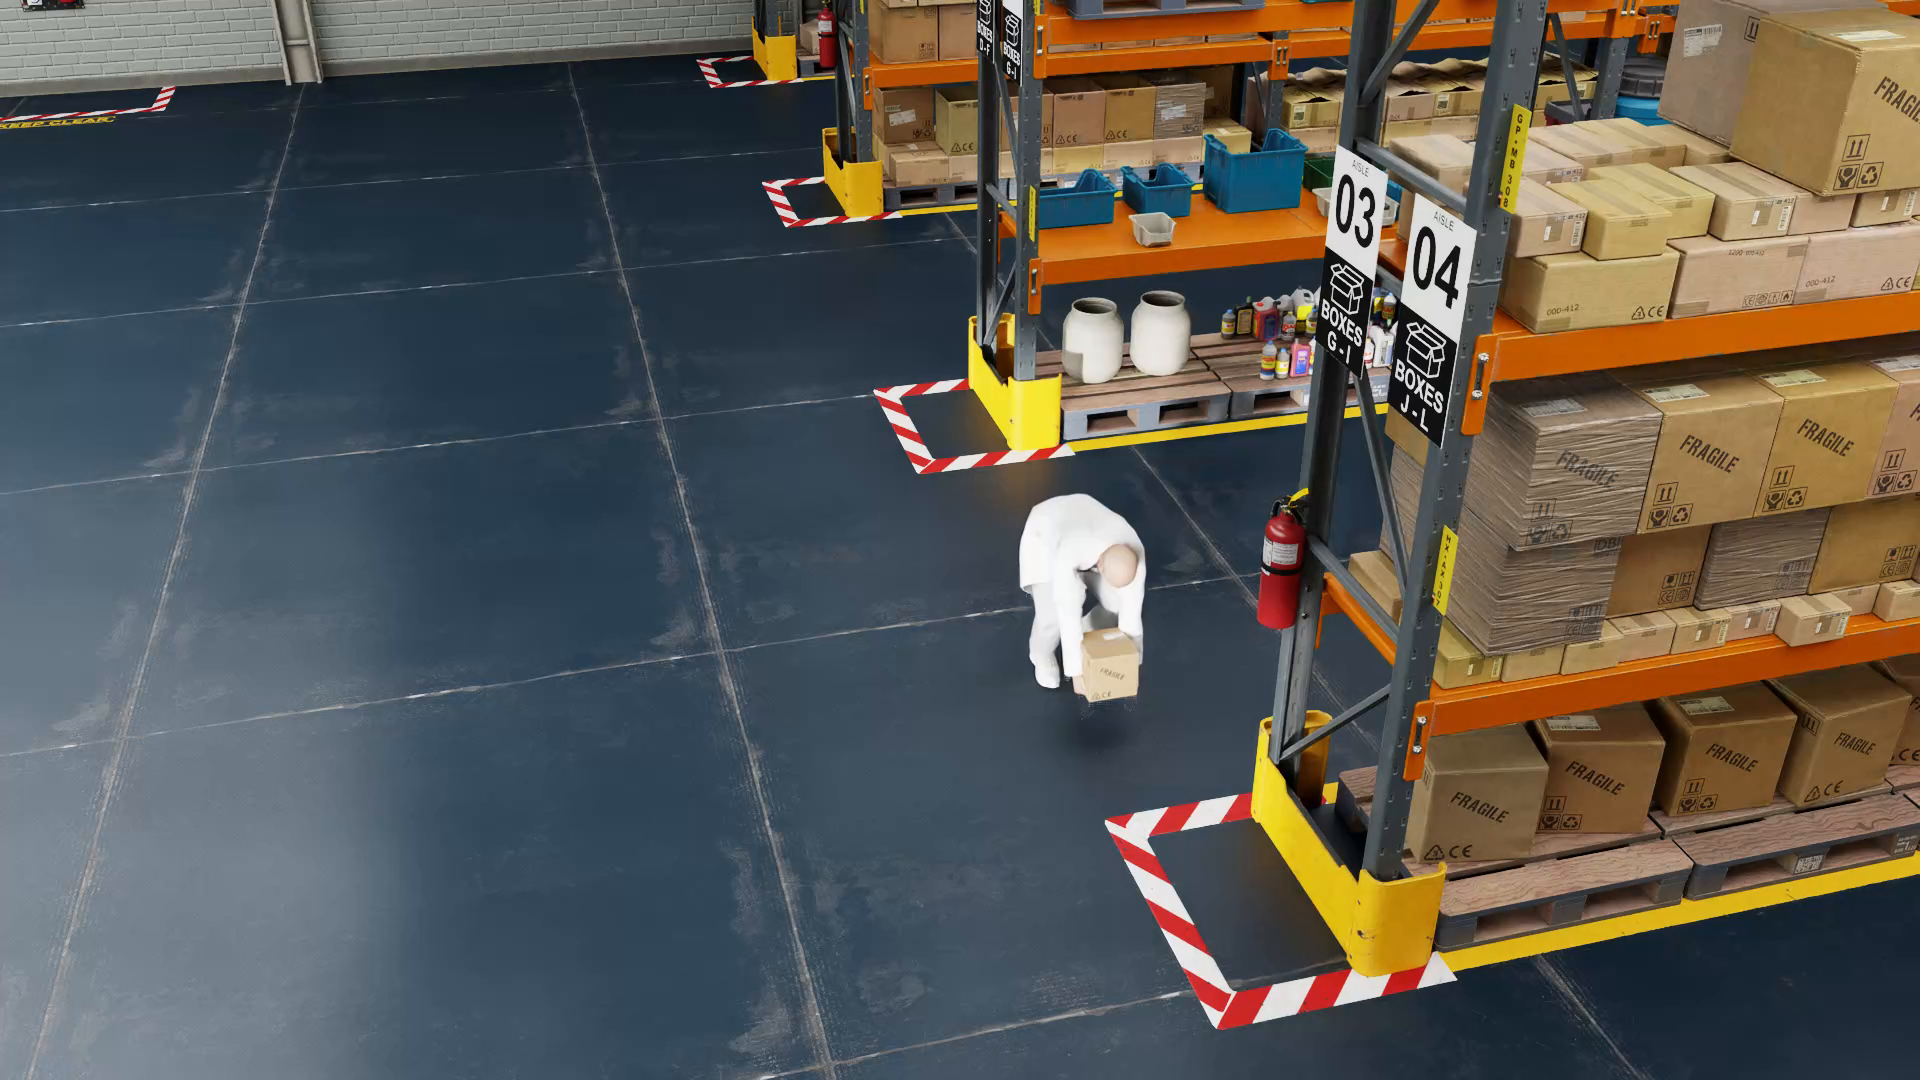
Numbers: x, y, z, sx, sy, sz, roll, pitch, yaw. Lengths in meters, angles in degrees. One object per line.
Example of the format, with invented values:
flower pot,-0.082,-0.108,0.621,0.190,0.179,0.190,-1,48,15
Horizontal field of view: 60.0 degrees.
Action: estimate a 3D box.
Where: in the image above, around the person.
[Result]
person,0.632,0.314,8.454,0.593,1.039,0.943,-9,31,-16
